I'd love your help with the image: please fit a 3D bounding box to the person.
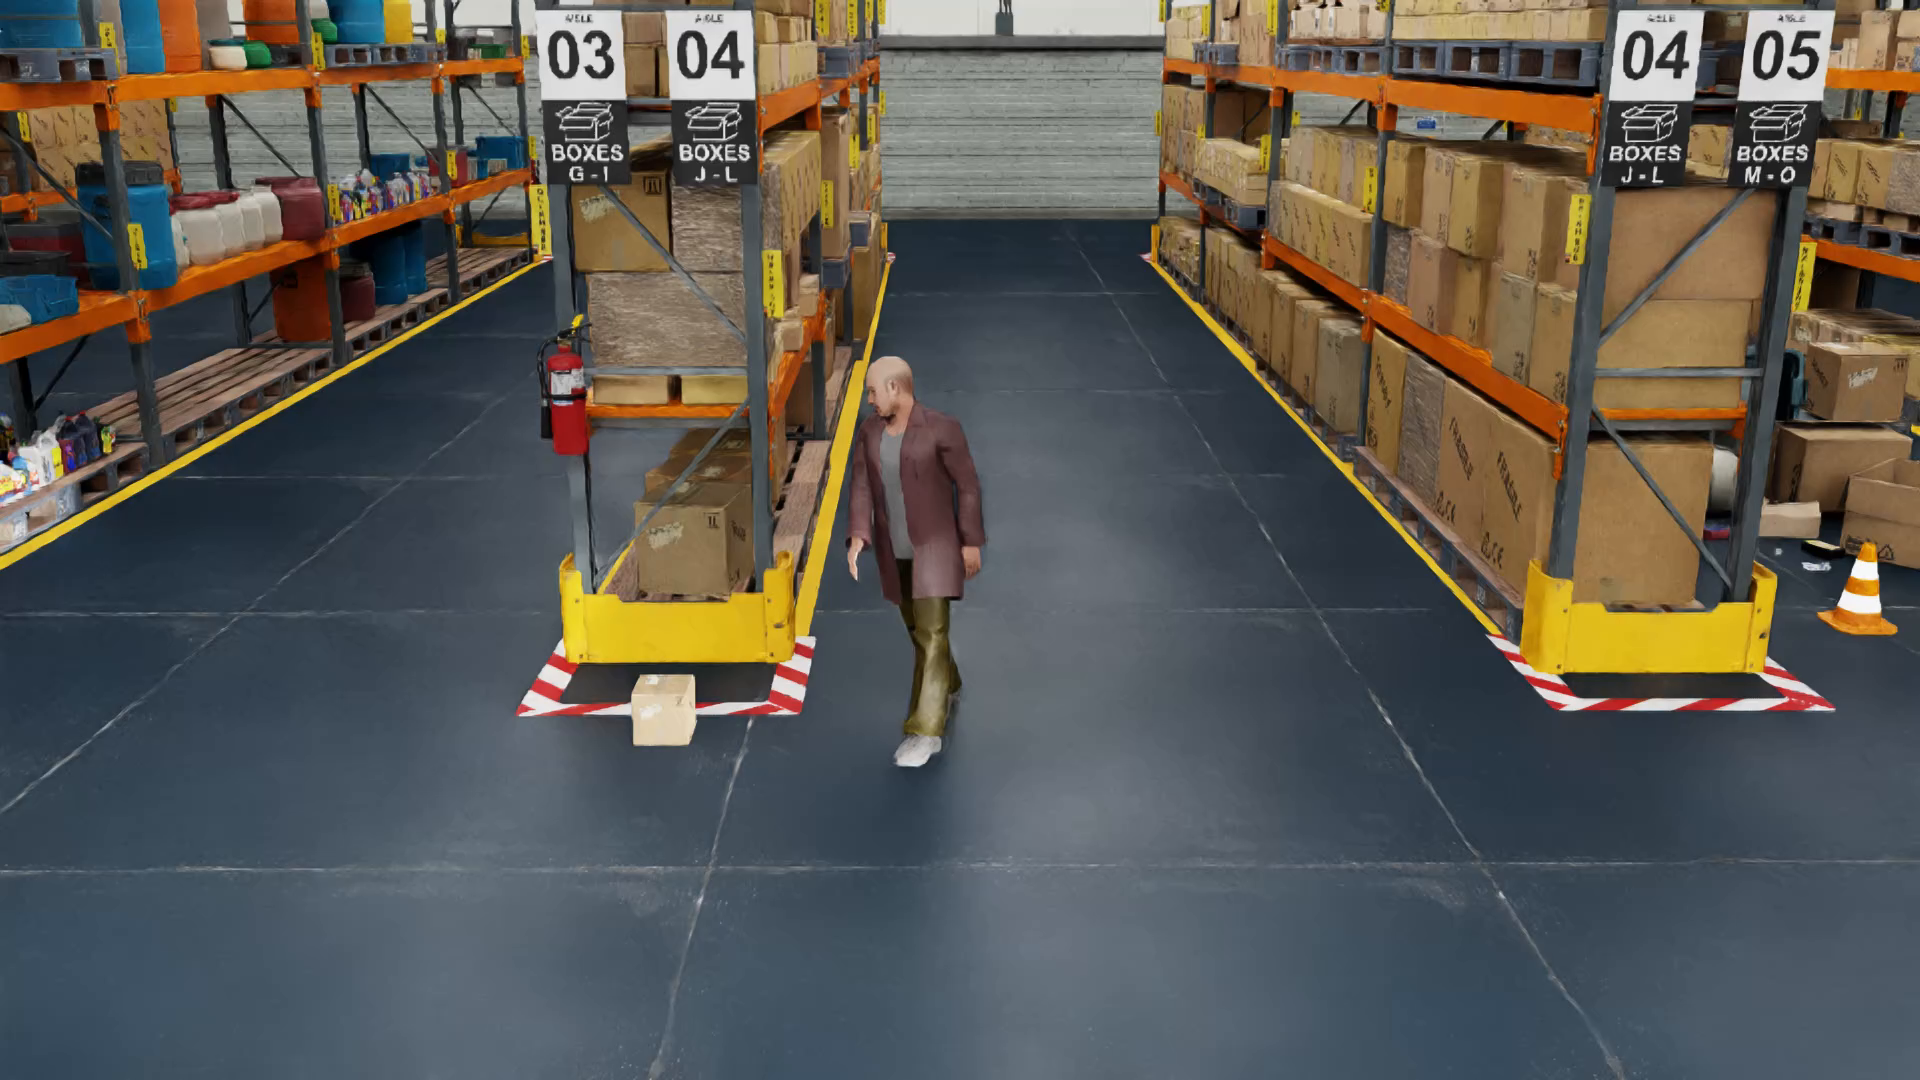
[{"bbox_3d":[-0.267,0.060,7.365,0.591,1.726,0.960,12,20,33],"label":"person"}]
